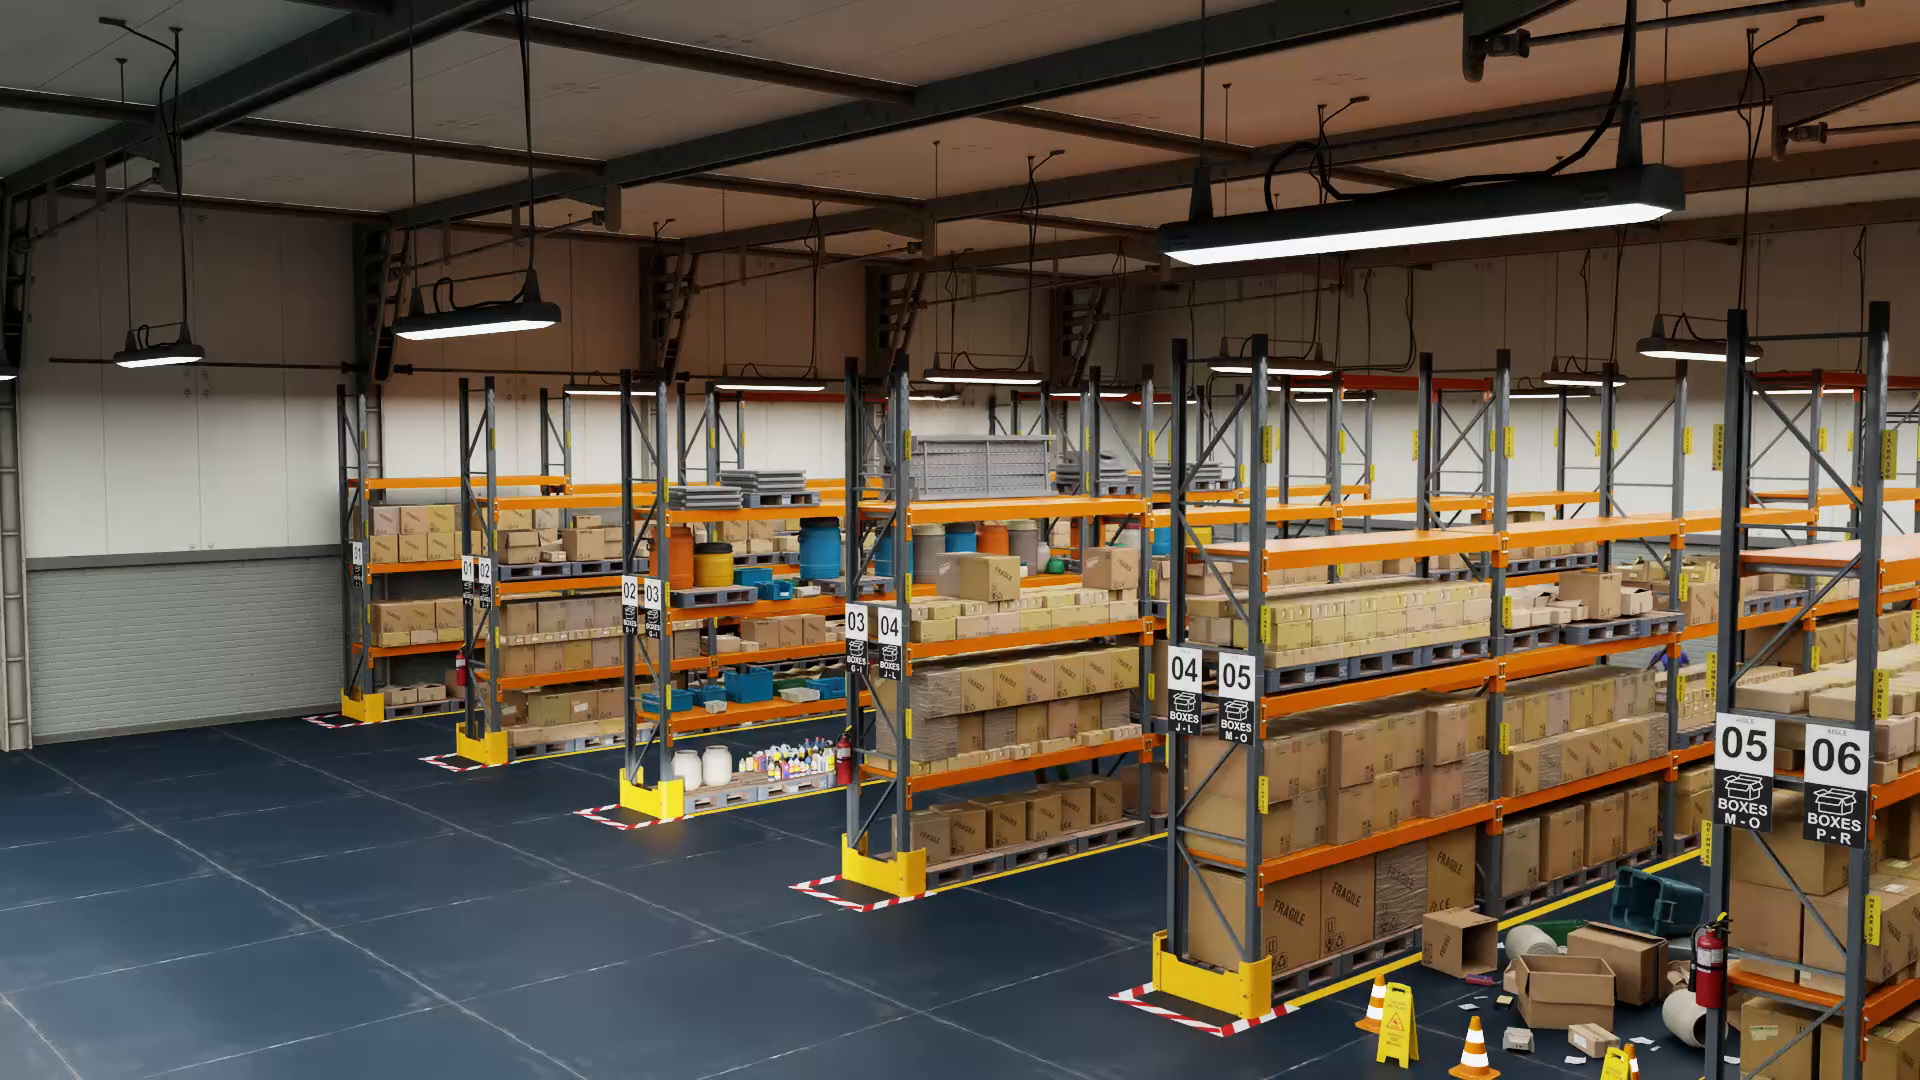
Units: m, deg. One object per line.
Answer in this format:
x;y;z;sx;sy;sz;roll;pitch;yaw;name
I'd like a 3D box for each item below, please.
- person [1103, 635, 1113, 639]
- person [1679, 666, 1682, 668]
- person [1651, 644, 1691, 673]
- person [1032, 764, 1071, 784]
3.011;2.011;32.950;0.698;1.716;0.593;-4;5;-44;person
10.771;2.710;24.897;0.557;1.637;0.551;-3;5;-40;person
12.297;2.480;28.703;0.610;1.679;0.711;0;4;1;person
1.255;2.768;22.915;0.647;1.823;0.749;3;5;41;person
